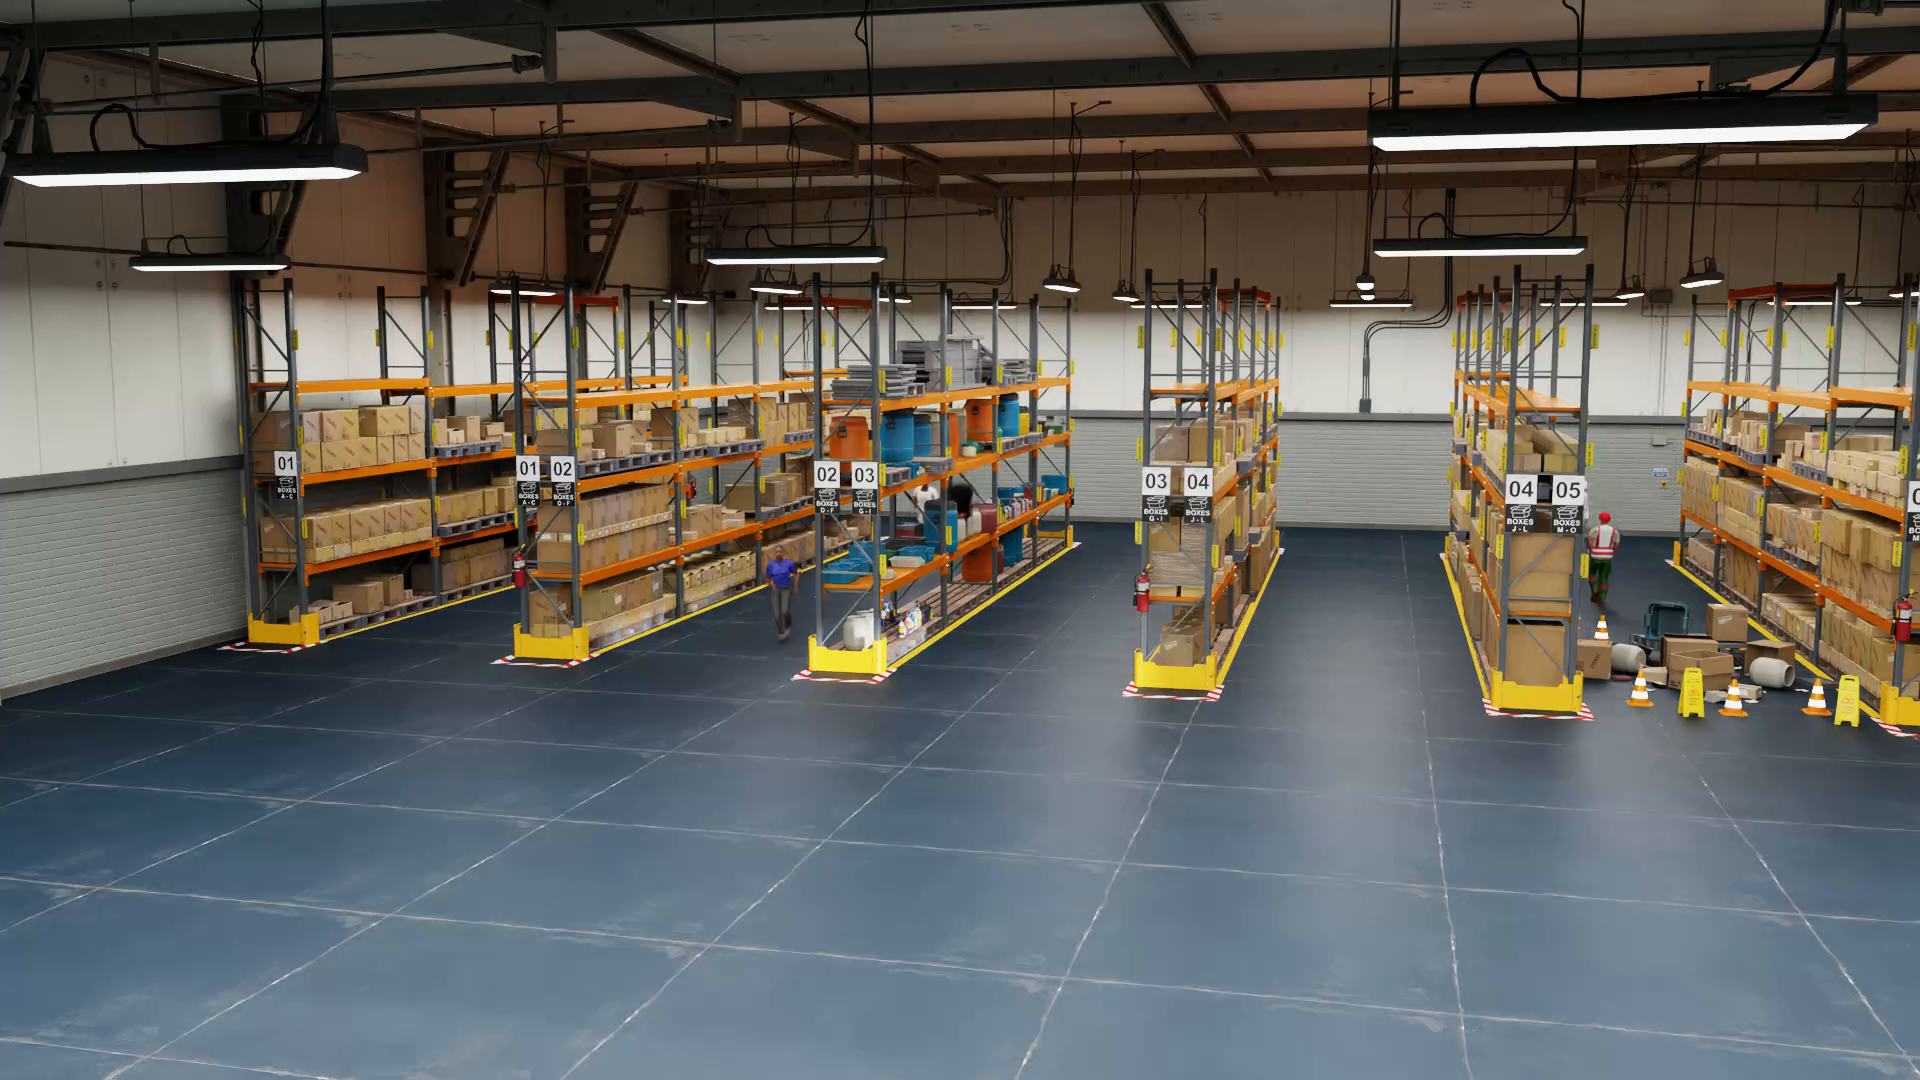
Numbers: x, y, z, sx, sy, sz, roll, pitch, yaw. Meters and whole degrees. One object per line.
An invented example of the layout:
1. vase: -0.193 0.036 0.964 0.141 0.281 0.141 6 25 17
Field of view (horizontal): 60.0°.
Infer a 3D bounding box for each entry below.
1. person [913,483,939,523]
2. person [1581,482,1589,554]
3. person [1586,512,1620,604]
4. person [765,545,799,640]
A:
1. person: -0.825 -0.683 40.276 0.679 1.752 0.911 1 7 10
2. person: 14.439 -0.510 38.852 0.563 1.743 0.651 2 7 18
3. person: 12.207 0.323 31.690 0.628 1.751 0.640 1 7 8
4. person: -2.965 0.886 27.616 0.551 1.610 0.665 0 7 1
